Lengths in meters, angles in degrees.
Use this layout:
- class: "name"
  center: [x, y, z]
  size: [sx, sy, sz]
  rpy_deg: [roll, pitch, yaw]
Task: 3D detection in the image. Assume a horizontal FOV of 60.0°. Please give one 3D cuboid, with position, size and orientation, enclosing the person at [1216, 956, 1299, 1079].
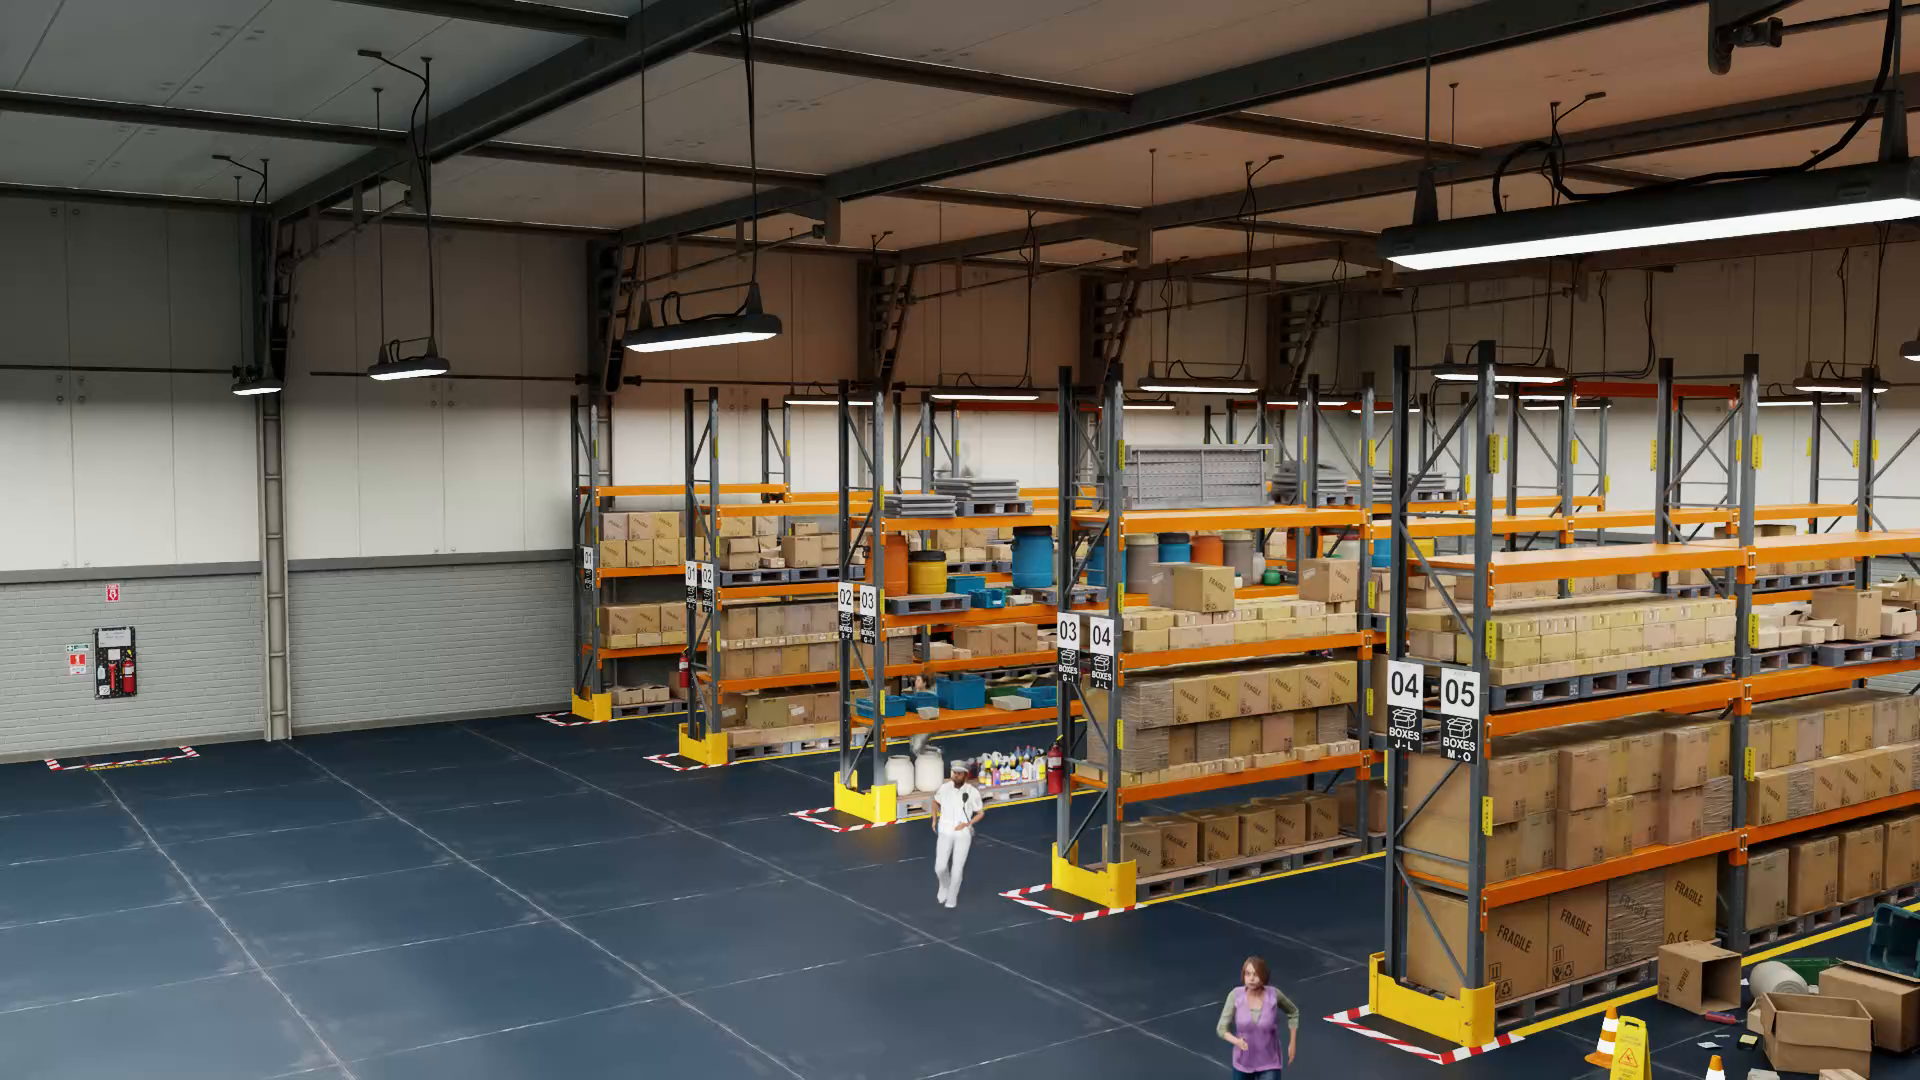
- class: "person"
  center: [2.071, 3.666, 11.572]
  size: [0.549, 1.619, 0.874]
  rpy_deg: [1, 4, 15]

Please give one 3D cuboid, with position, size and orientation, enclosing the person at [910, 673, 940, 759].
- class: "person"
  center: [-0.495, 2.831, 25.419]
  size: [0.622, 1.621, 0.550]
  rpy_deg: [-3, 5, -41]

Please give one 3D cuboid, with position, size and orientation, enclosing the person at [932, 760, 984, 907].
- class: "person"
  center: [-0.047, 3.230, 18.270]
  size: [0.610, 1.658, 0.509]
  rpy_deg: [1, 4, 13]
